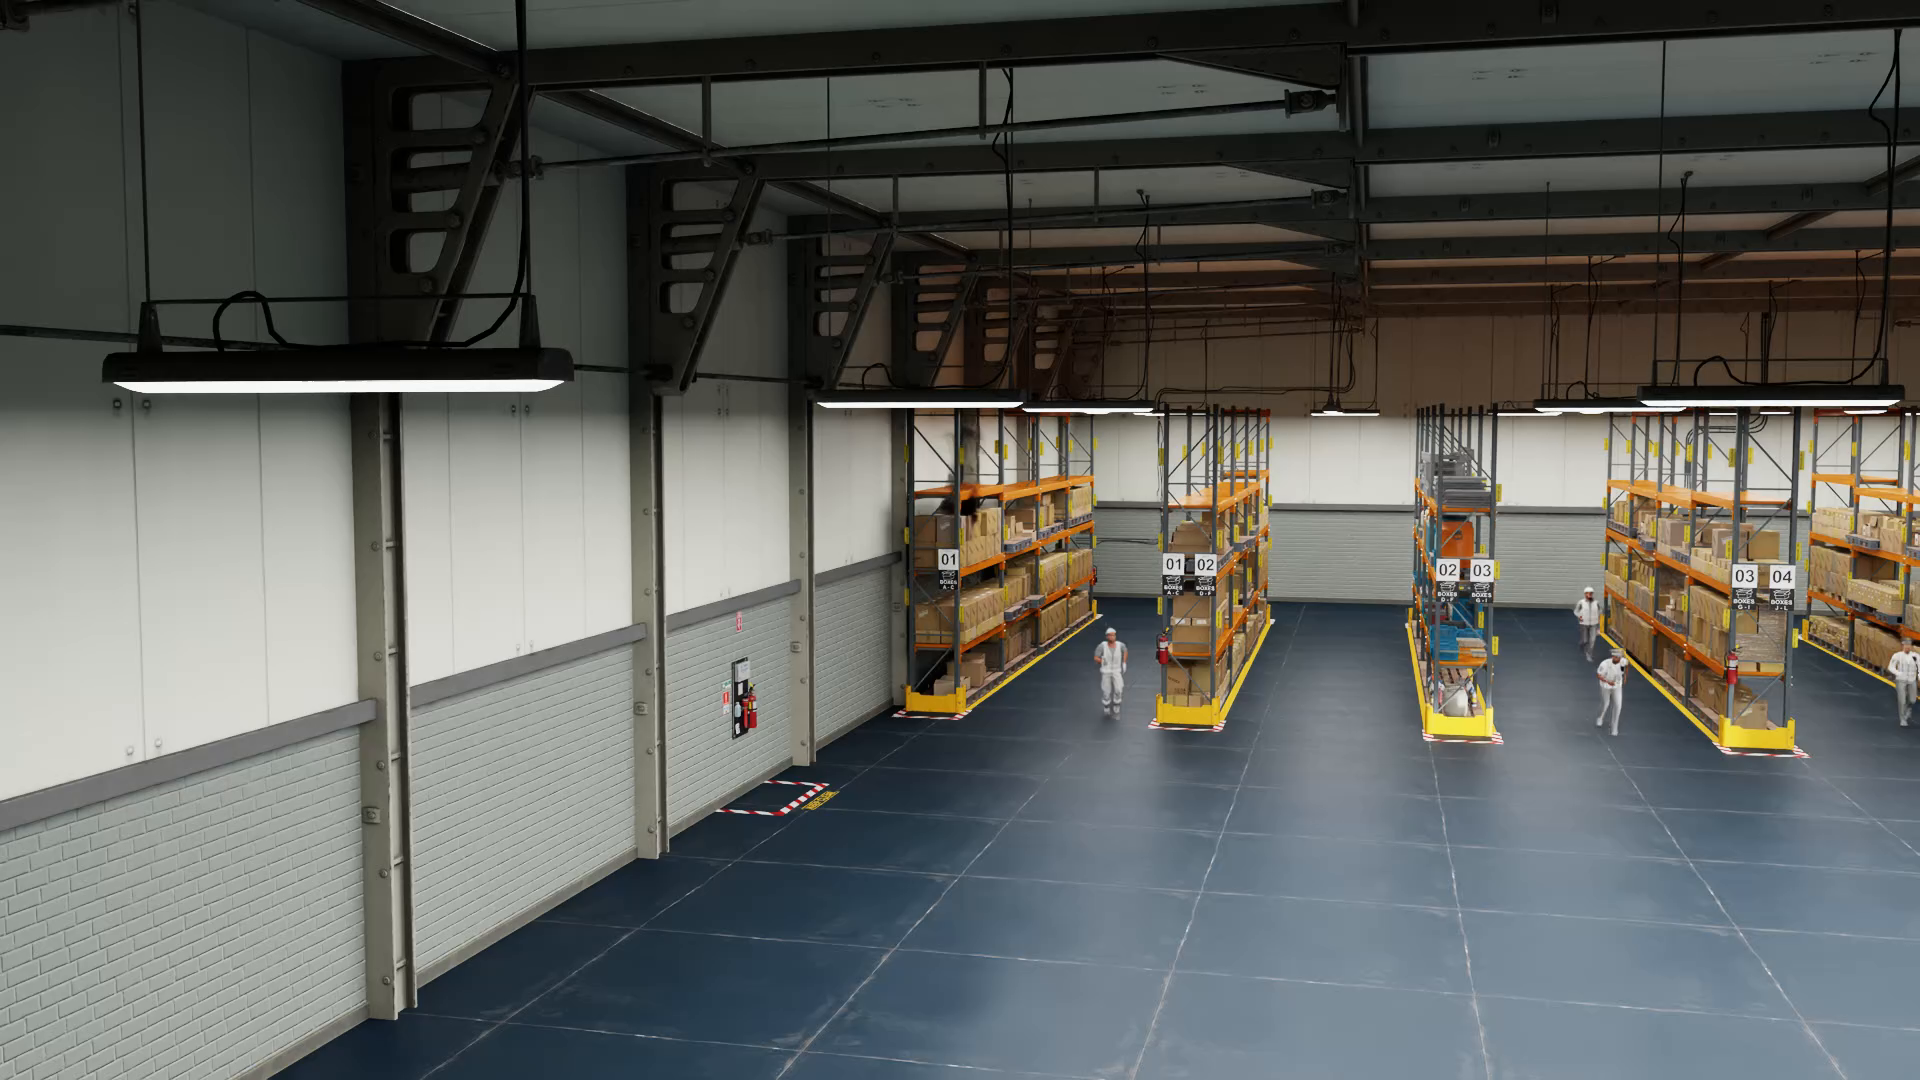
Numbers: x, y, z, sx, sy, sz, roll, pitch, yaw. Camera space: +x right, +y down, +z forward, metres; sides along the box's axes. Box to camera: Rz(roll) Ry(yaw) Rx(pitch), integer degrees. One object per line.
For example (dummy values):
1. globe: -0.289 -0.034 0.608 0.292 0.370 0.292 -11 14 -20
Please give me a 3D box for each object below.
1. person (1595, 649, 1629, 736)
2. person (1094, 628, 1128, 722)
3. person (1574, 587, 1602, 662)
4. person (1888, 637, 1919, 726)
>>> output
1. person: 11.897 2.749 30.437 0.617 1.619 0.984 0 4 2
2. person: 2.873 2.545 31.561 0.665 1.784 0.799 0 4 -1
3. person: 14.893 1.988 39.456 0.629 1.753 0.798 1 4 9
4. person: 17.696 2.644 31.083 0.612 1.653 0.548 1 4 19
